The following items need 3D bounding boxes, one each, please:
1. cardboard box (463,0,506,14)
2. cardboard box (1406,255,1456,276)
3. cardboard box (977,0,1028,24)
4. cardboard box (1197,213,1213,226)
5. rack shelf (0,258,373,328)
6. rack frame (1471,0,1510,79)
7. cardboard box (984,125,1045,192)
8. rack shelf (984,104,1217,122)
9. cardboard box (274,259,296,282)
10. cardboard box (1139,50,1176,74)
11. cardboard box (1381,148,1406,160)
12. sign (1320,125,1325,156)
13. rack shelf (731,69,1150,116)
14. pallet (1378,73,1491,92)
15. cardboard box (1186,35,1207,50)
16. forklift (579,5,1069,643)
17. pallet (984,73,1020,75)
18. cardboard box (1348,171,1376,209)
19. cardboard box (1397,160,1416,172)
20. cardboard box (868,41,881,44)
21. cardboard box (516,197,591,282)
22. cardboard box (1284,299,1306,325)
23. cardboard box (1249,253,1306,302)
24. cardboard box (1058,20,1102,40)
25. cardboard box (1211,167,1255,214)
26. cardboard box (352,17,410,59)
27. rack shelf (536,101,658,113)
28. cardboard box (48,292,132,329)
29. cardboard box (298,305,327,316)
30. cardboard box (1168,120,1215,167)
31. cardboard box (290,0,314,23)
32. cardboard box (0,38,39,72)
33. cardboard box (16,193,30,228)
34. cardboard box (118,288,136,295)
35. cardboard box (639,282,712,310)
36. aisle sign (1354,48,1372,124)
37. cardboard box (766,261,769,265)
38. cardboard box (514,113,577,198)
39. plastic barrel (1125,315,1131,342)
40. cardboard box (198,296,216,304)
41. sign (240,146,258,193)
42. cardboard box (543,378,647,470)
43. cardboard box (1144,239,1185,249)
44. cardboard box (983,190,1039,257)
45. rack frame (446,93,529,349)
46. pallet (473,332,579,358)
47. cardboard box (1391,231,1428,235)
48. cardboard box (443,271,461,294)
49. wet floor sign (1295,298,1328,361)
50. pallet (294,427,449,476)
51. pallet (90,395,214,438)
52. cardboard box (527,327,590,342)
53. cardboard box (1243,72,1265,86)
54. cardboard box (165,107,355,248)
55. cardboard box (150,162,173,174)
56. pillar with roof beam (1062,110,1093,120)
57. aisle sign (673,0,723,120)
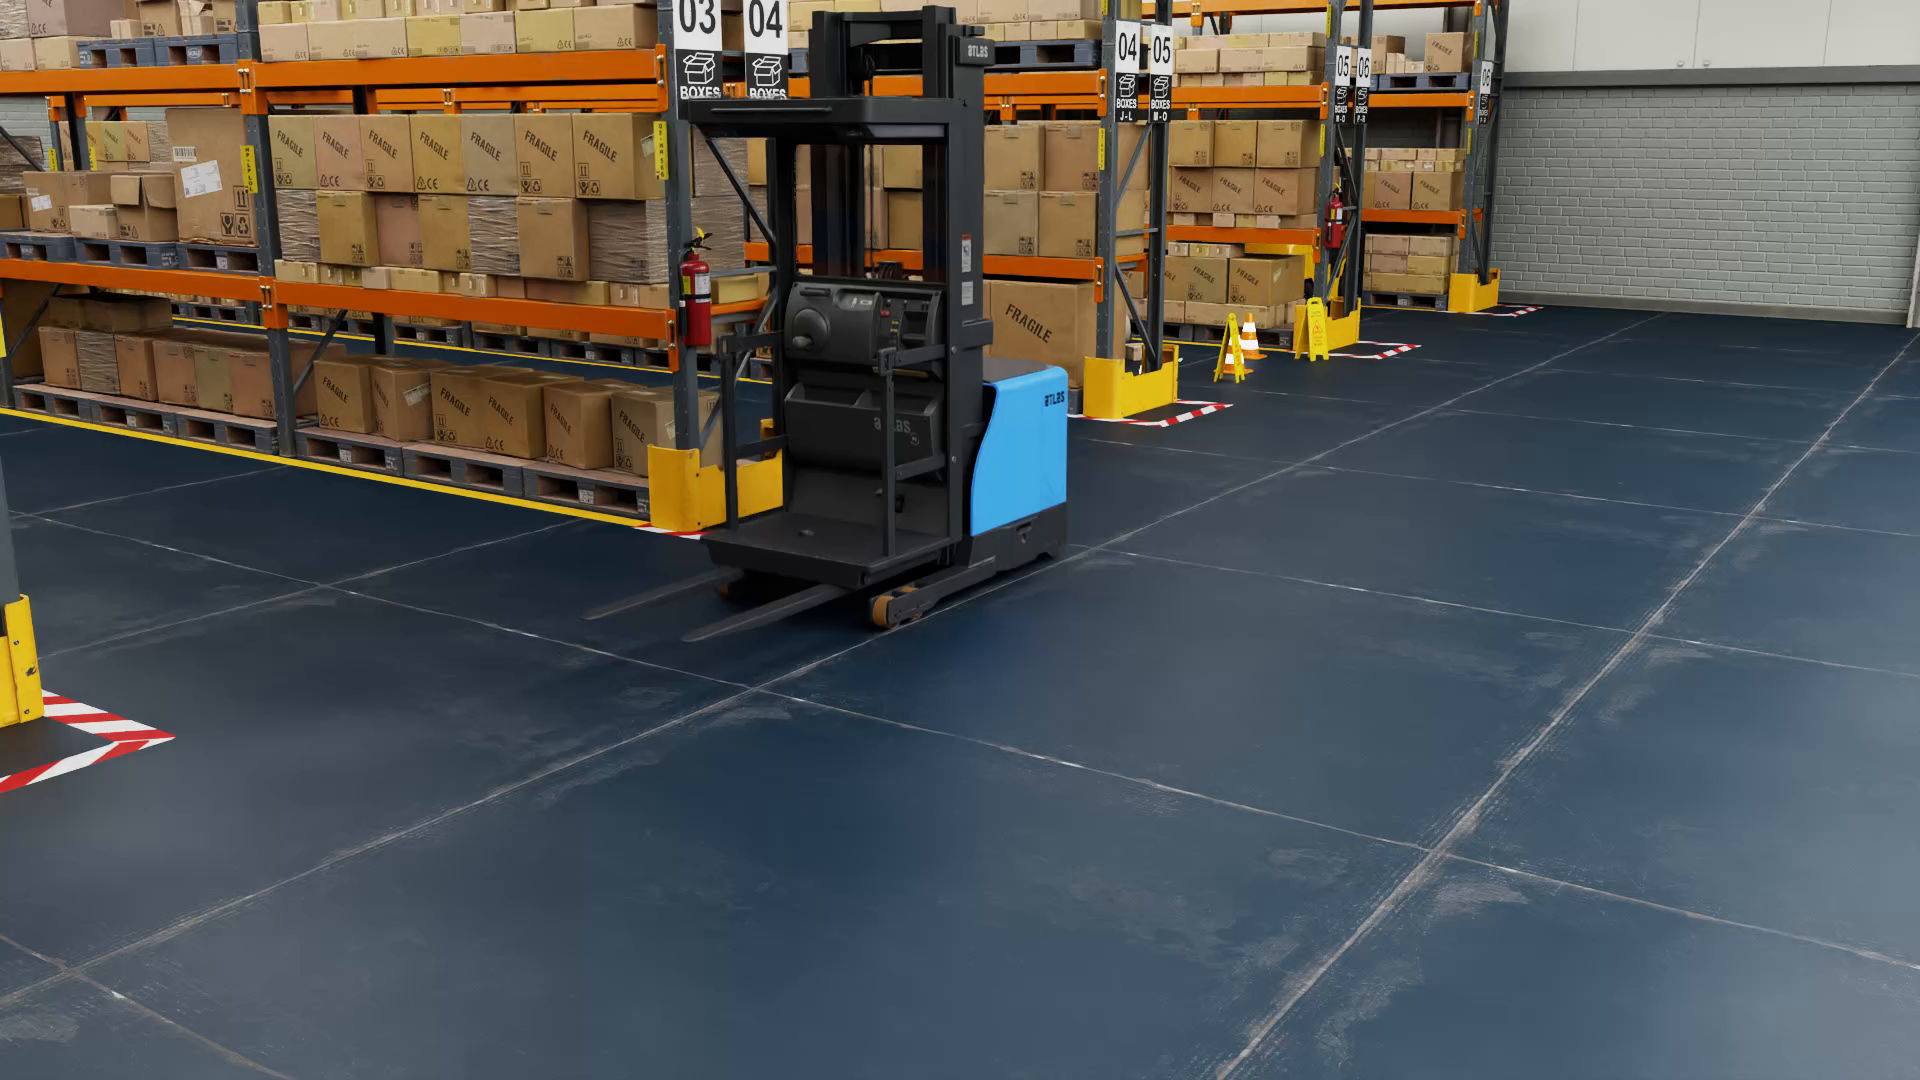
[{"bbox_3d":[-2.867,-3.353,10.367,0.250,0.149,0.380,8,16,30],"label":"cardboard box"},{"bbox_3d":[6.333,-3.706,22.362,0.500,0.250,0.500,9,16,32],"label":"cardboard box"},{"bbox_3d":[0.488,-4.458,13.959,0.500,0.250,0.500,9,17,33],"label":"cardboard box"},{"bbox_3d":[2.877,-3.628,18.761,0.250,0.149,0.380,9,17,34],"label":"cardboard box"},{"bbox_3d":[-6.365,-2.081,13.485,4.000,0.370,1.077,9,17,33],"label":"rack shelf"},{"bbox_3d":[6.911,-7.504,21.409,0.127,3.000,1.000,9,17,33],"label":"rack frame"},{"bbox_3d":[0.671,-3.311,14.396,0.550,0.550,0.875,9,17,33],"label":"cardboard box"},{"bbox_3d":[1.932,-6.503,25.106,4.000,0.370,1.077,9,17,33],"label":"rack shelf"},{"bbox_3d":[-4.695,-1.951,11.986,0.250,0.149,0.380,9,17,33],"label":"cardboard box"},{"bbox_3d":[2.299,-5.348,18.634,0.500,0.250,0.500,9,17,33],"label":"cardboard box"},{"bbox_3d":[5.877,-5.210,22.452,0.250,0.149,0.380,9,17,33],"label":"cardboard box"},{"bbox_3d":[3.818,-4.209,17.516,0.005,0.325,0.100,9,17,33],"label":"sign"},{"bbox_3d":[-0.194,-3.976,14.897,4.000,0.370,1.077,9,17,33],"label":"rack shelf"},{"bbox_3d":[6.339,-6.105,22.184,1.213,0.211,1.003,9,17,33],"label":"pallet"},{"bbox_3d":[2.701,-5.501,18.423,0.250,0.149,0.380,9,16,31],"label":"cardboard box"},{"bbox_3d":[-0.611,-1.117,8.237,1.130,2.935,3.031,9,16,32],"label":"forklift"},{"bbox_3d":[0.372,-5.607,20.379,1.003,0.211,1.213,9,17,33],"label":"pallet"},{"bbox_3d":[5.505,-4.794,22.739,0.500,0.500,0.500,9,16,32],"label":"cardboard box"},{"bbox_3d":[6.057,-5.021,22.306,0.250,0.149,0.380,10,17,34],"label":"cardboard box"},{"bbox_3d":[-0.684,-4.437,14.703,0.250,0.149,0.380,9,17,33],"label":"cardboard box"},{"bbox_3d":[-2.310,-1.941,10.594,0.500,0.500,0.875,9,17,33],"label":"cardboard box"},{"bbox_3d":[3.629,-2.634,19.069,0.500,0.250,0.500,9,17,32],"label":"cardboard box"},{"bbox_3d":[3.609,-3.001,18.992,0.500,0.500,0.500,9,16,31],"label":"cardboard box"},{"bbox_3d":[1.000,-4.164,13.602,0.250,0.149,0.380,9,17,33],"label":"cardboard box"},{"bbox_3d":[3.127,-3.880,18.429,0.500,0.500,0.500,9,17,33],"label":"cardboard box"},{"bbox_3d":[-3.627,-3.295,10.962,0.500,0.250,0.500,8,16,31],"label":"cardboard box"},{"bbox_3d":[-4.154,-6.049,23.273,4.000,0.370,1.077,9,17,33],"label":"rack shelf"},{"bbox_3d":[-7.452,-1.979,14.300,0.500,0.250,0.500,10,17,35],"label":"cardboard box"},{"bbox_3d":[-7.587,-2.978,19.940,0.500,0.500,0.500,10,17,35],"label":"cardboard box"},{"bbox_3d":[2.702,-4.422,18.536,0.500,0.500,0.700,9,16,32],"label":"cardboard box"},{"bbox_3d":[-4.349,-3.612,11.411,0.250,0.149,0.380,8,16,30],"label":"cardboard box"},{"bbox_3d":[-7.351,-3.899,13.401,0.500,0.250,0.500,10,17,34],"label":"cardboard box"},{"bbox_3d":[-8.276,-2.866,14.952,0.500,0.500,0.500,10,17,34],"label":"cardboard box"},{"bbox_3d":[-10.931,-3.326,22.075,0.250,0.149,0.380,9,17,33],"label":"cardboard box"},{"bbox_3d":[-1.739,-1.501,10.166,0.250,0.149,0.380,9,17,33],"label":"cardboard box"},{"bbox_3d":[4.368,-4.917,18.033,0.004,0.787,0.394,9,17,33],"label":"aisle sign"},{"bbox_3d":[-3.021,-3.956,23.110,0.875,0.875,0.875,9,17,32],"label":"cardboard box"},{"bbox_3d":[-2.399,-2.394,10.345,0.500,0.500,0.500,9,17,33],"label":"cardboard box"},{"bbox_3d":[1.585,-2.326,18.339,0.512,0.421,0.421,-4,14,-16],"label":"plastic barrel"},{"bbox_3d":[-9.432,-3.089,21.118,0.250,0.149,0.380,9,16,31],"label":"cardboard box"},{"bbox_3d":[-5.013,-2.613,11.726,0.005,0.325,0.100,9,17,33],"label":"sign"},{"bbox_3d":[-2.411,-0.776,11.046,0.500,0.500,0.500,-12,18,-39],"label":"cardboard box"},{"bbox_3d":[3.153,-4.247,24.805,0.625,0.625,0.875,10,17,35],"label":"cardboard box"},{"bbox_3d":[0.663,-2.784,14.515,0.550,0.550,0.875,9,17,33],"label":"cardboard box"},{"bbox_3d":[-5.173,-3.674,18.422,0.127,3.000,1.000,9,17,33],"label":"rack frame"},{"bbox_3d":[-4.561,-2.200,18.269,1.213,0.211,1.003,9,17,33],"label":"pallet"},{"bbox_3d":[6.201,-4.115,22.970,0.500,0.250,0.500,9,17,33],"label":"cardboard box"},{"bbox_3d":[-3.211,-1.728,11.085,0.250,0.149,0.380,9,17,33],"label":"cardboard box"},{"bbox_3d":[3.704,-2.220,17.448,0.267,0.644,0.232,-10,17,-35],"label":"wet floor sign"},{"bbox_3d":[-4.129,-0.725,12.314,1.213,0.211,1.003,9,17,33],"label":"pallet"},{"bbox_3d":[-6.369,-1.076,13.731,1.213,0.211,1.003,9,17,33],"label":"pallet"},{"bbox_3d":[-3.991,-2.569,17.768,0.750,0.750,1.050,9,17,34],"label":"cardboard box"},{"bbox_3d":[3.265,-4.997,18.047,0.250,0.149,0.380,10,17,34],"label":"cardboard box"},{"bbox_3d":[-5.287,-2.792,12.735,1.000,1.000,1.000,9,17,33],"label":"cardboard box"},{"bbox_3d":[-9.893,-4.549,21.128,0.500,0.500,0.500,9,17,33],"label":"cardboard box"},{"bbox_3d":[-0.545,-7.723,22.295,0.400,9.000,9.100,9,17,33],"label":"pillar with roof beam"},{"bbox_3d":[-1.503,-2.819,9.560,0.004,0.787,0.394,9,17,33],"label":"aisle sign"}]
